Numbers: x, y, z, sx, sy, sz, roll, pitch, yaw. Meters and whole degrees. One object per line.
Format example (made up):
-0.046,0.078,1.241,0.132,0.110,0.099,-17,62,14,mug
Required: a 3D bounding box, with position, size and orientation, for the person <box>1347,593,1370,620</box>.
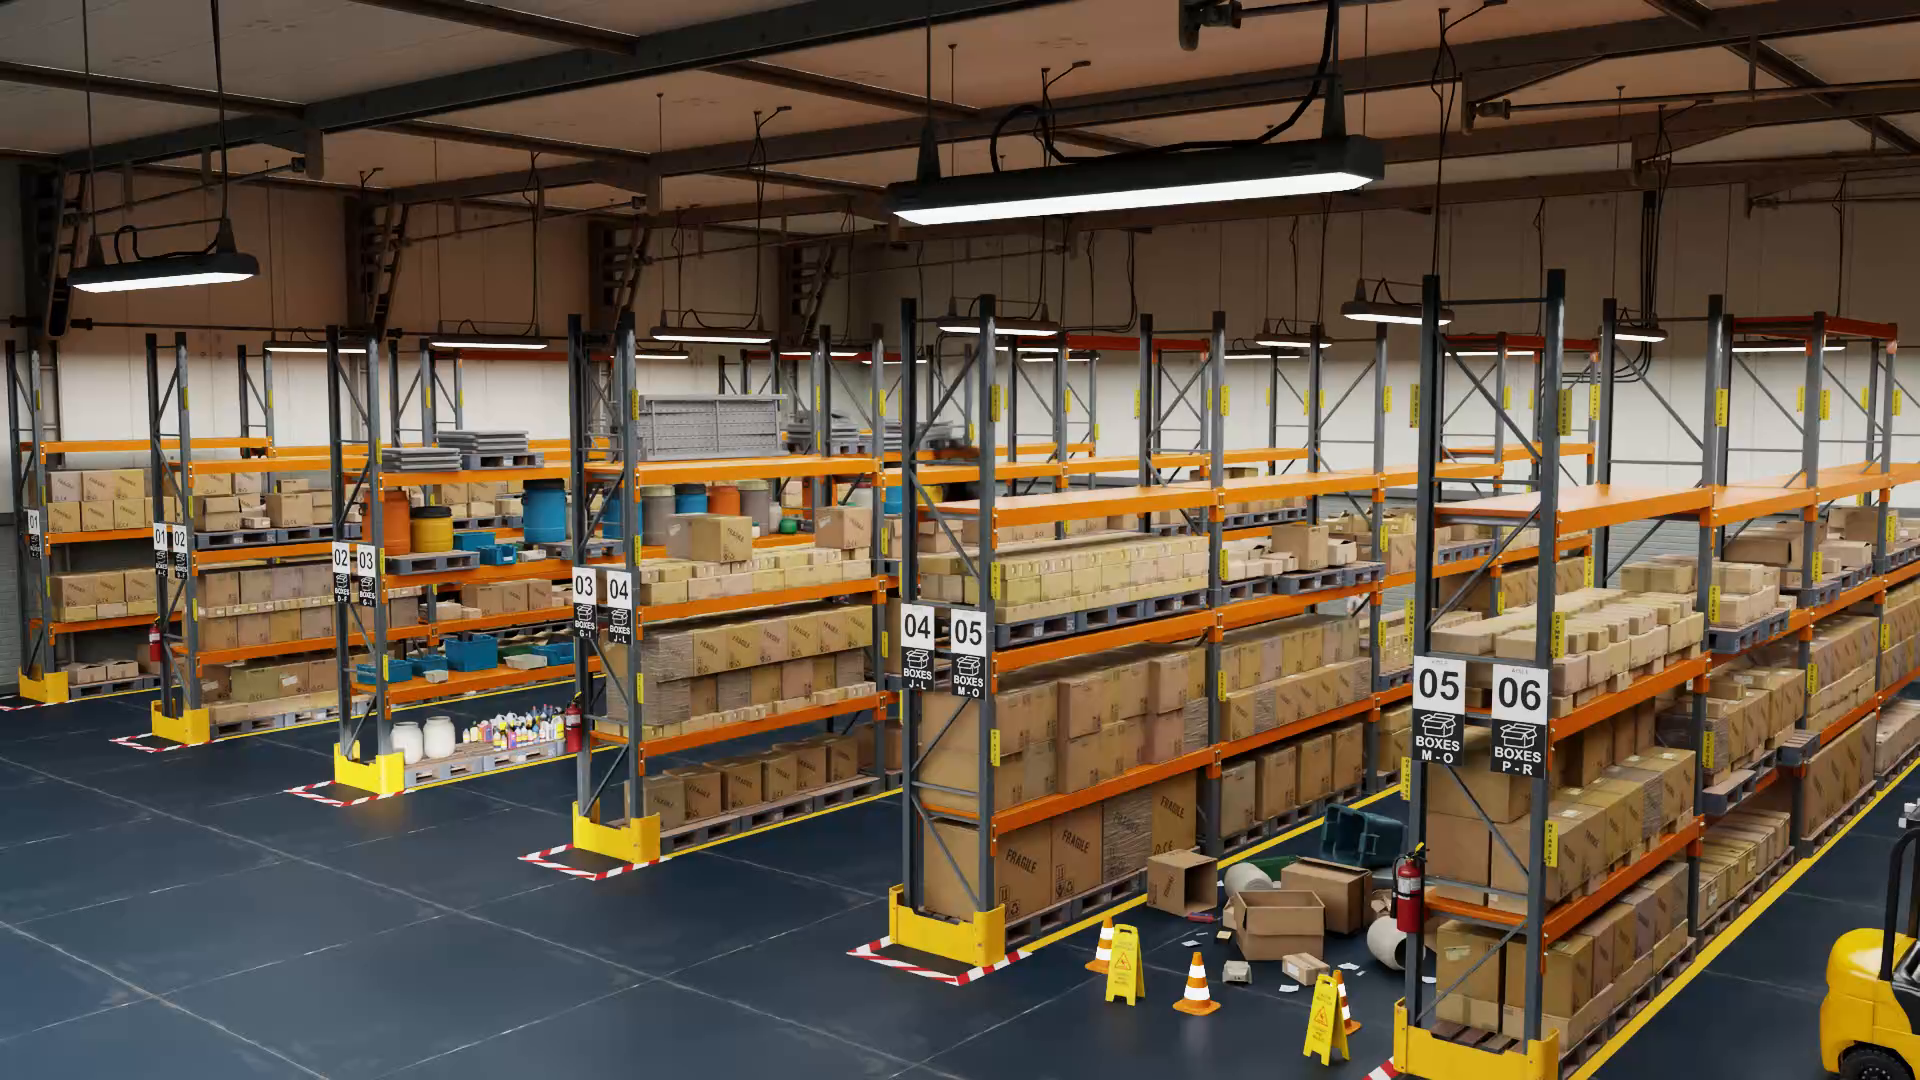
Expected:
7.405,1.587,30.657,0.590,1.658,0.964,-1,5,-7,person
